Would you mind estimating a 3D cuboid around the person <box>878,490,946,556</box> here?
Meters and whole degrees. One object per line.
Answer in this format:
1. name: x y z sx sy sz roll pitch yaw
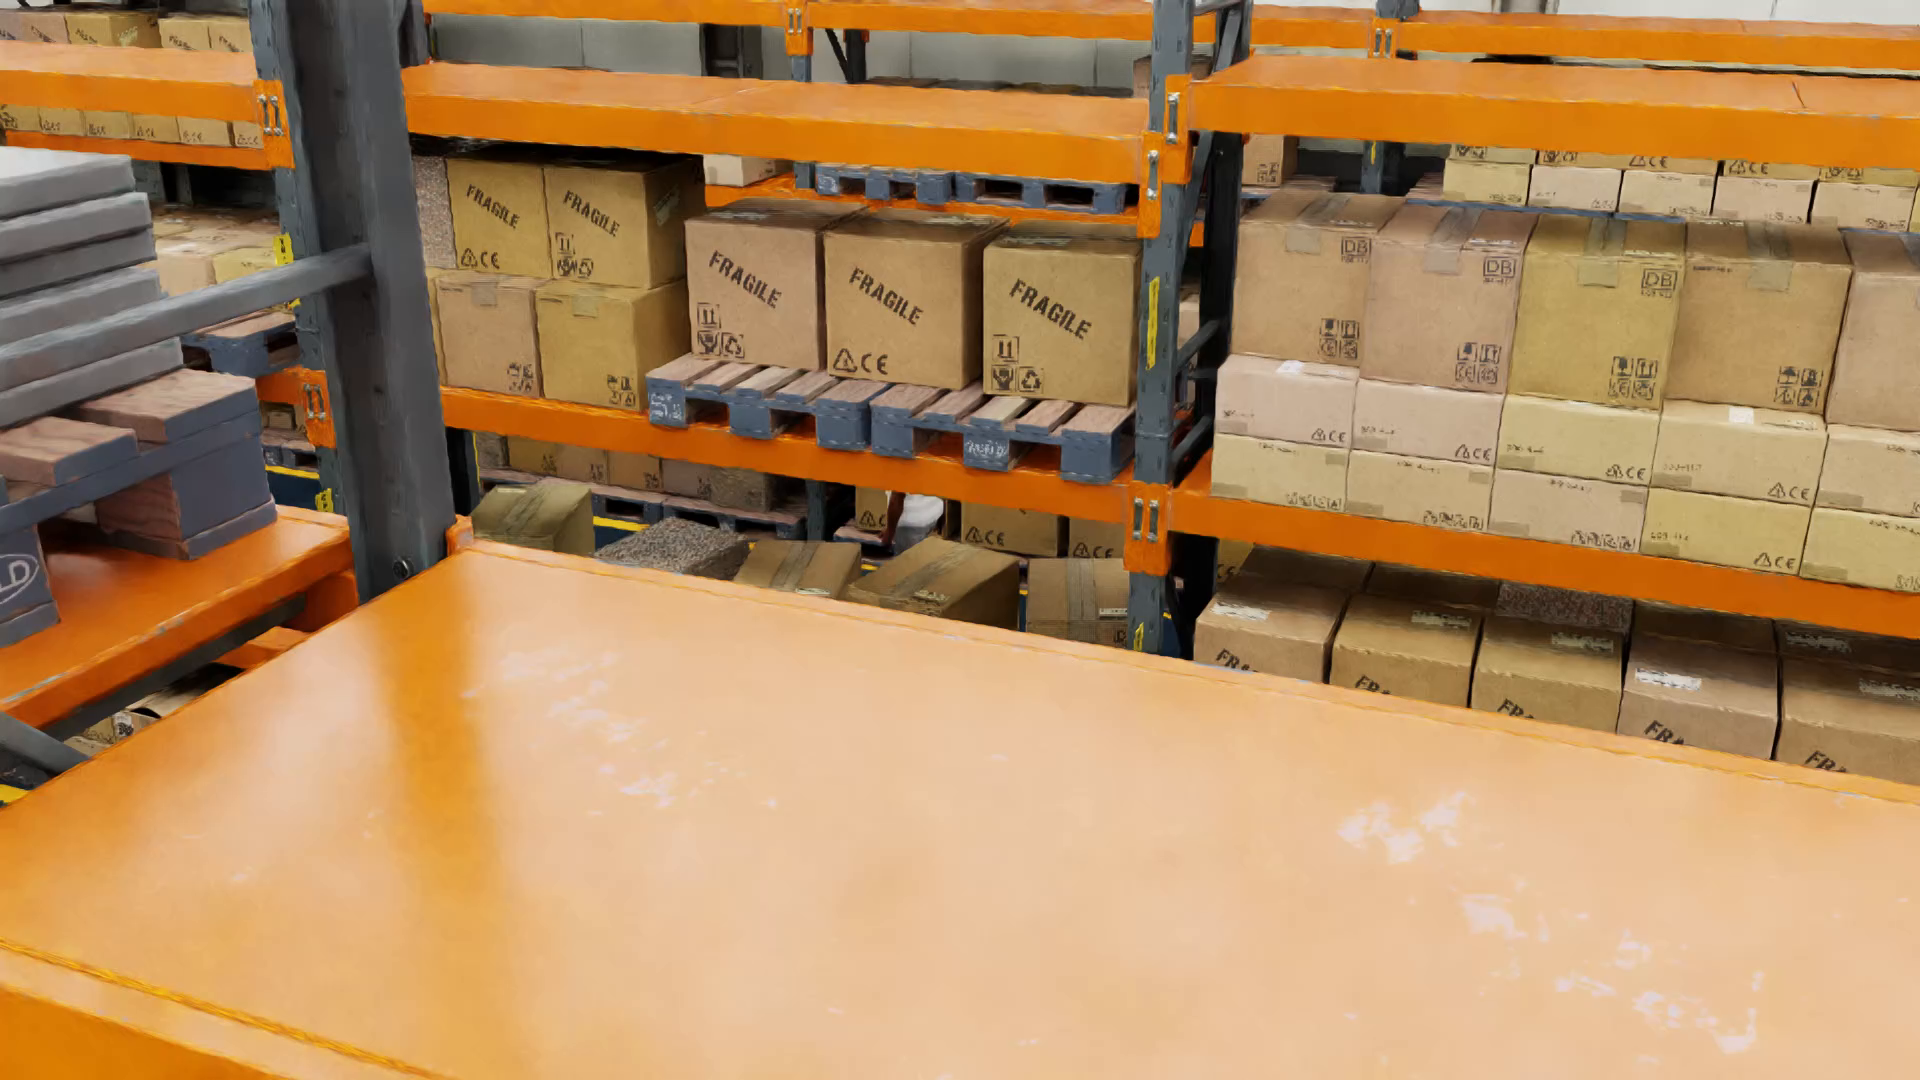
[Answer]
1. person: -0.397 -0.169 11.288 0.707 1.755 0.571 11 25 24
